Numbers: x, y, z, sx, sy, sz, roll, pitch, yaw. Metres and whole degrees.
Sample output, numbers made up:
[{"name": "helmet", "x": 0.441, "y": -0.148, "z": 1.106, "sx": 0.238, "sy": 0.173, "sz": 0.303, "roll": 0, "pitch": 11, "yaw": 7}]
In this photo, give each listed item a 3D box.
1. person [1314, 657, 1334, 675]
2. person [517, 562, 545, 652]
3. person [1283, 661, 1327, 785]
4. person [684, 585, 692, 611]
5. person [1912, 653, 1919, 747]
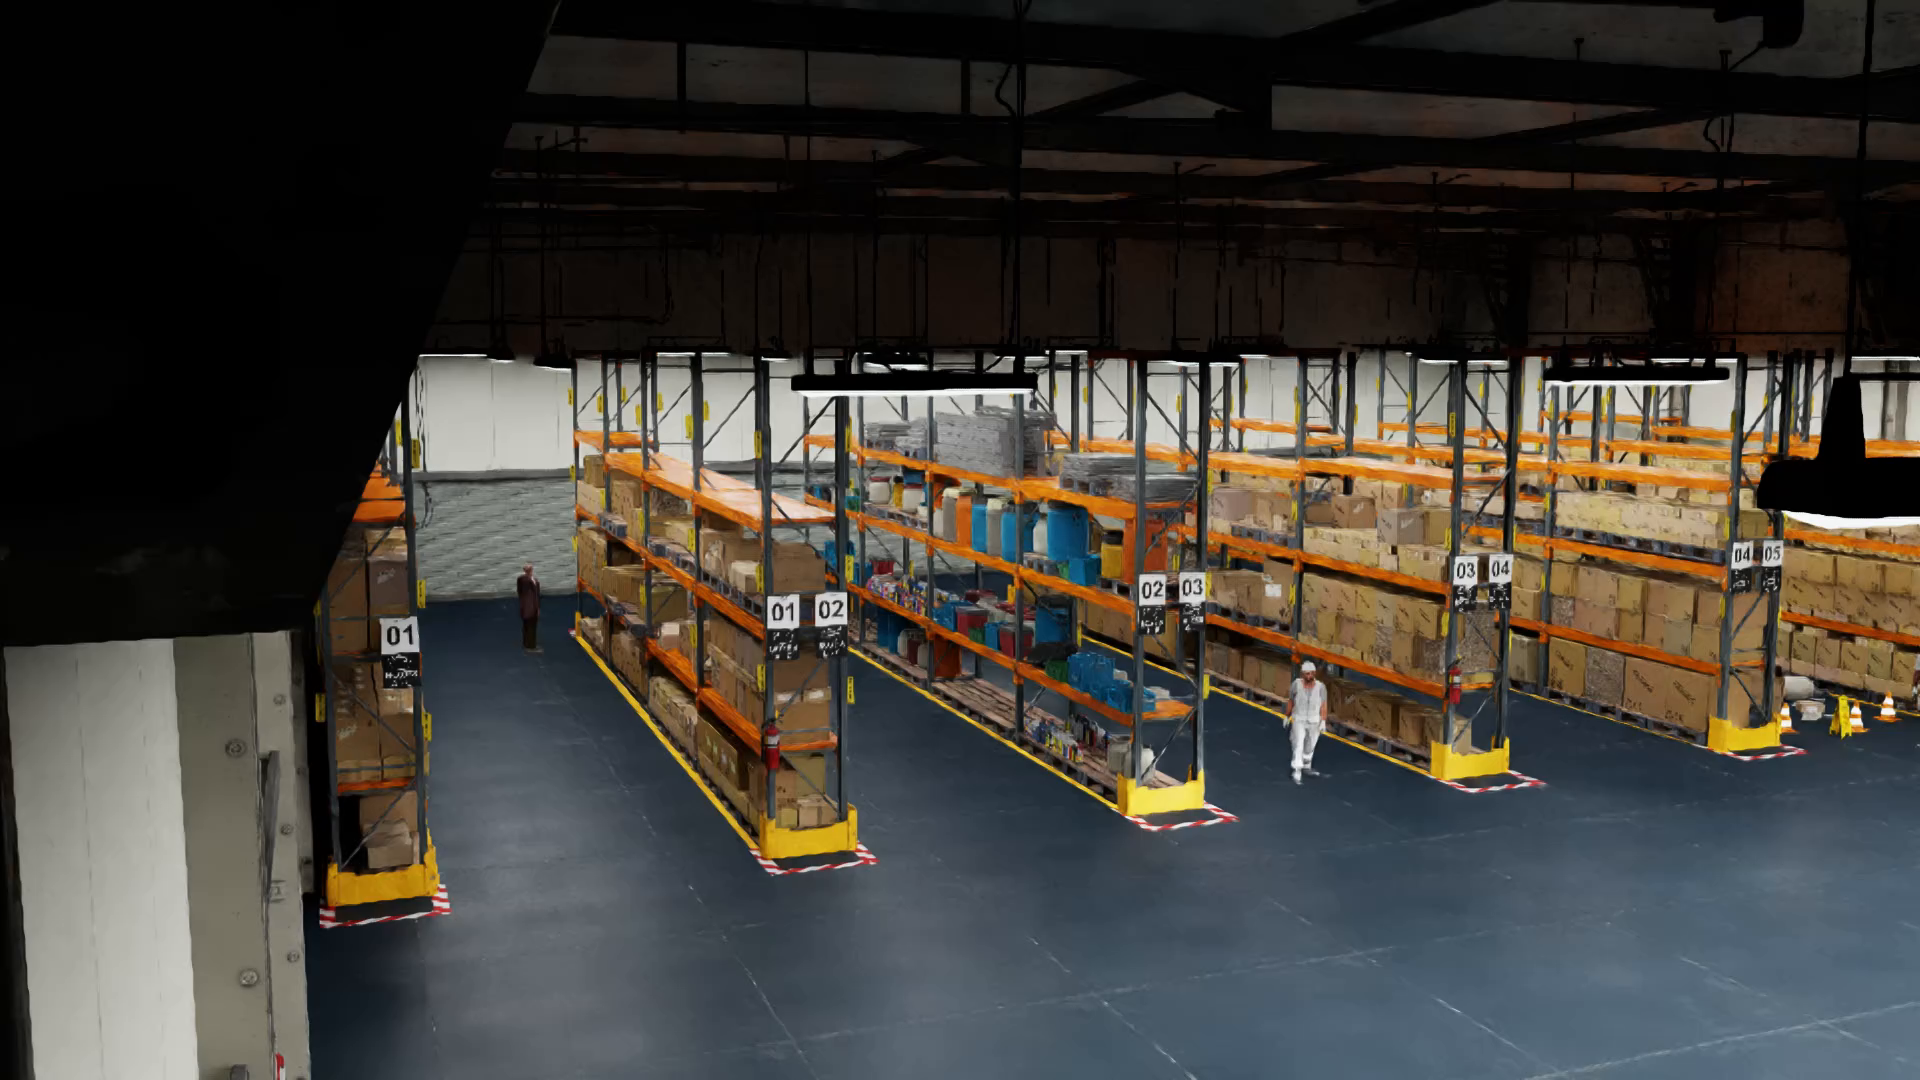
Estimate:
[{"name": "person", "x": 6.727, "y": 1.669, "z": 30.406, "sx": 0.626, "sy": 1.767, "sz": 0.492, "roll": 7, "pitch": 10, "yaw": 44}, {"name": "person", "x": -8.522, "y": 1.323, "z": 33.083, "sx": 0.640, "sy": 1.787, "sz": 0.504, "roll": 6, "pitch": 9, "yaw": 39}, {"name": "person", "x": 4.881, "y": 2.557, "z": 23.459, "sx": 0.591, "sy": 1.744, "sz": 0.957, "roll": 0, "pitch": 7, "yaw": 2}, {"name": "person", "x": -5.703, "y": 1.190, "z": 34.656, "sx": 0.478, "sy": 1.672, "sz": 0.566, "roll": -2, "pitch": 7, "yaw": -14}, {"name": "person", "x": 14.907, "y": 2.302, "z": 25.450, "sx": 0.584, "sy": 1.783, "sz": 0.618, "roll": 5, "pitch": 9, "yaw": 35}]
